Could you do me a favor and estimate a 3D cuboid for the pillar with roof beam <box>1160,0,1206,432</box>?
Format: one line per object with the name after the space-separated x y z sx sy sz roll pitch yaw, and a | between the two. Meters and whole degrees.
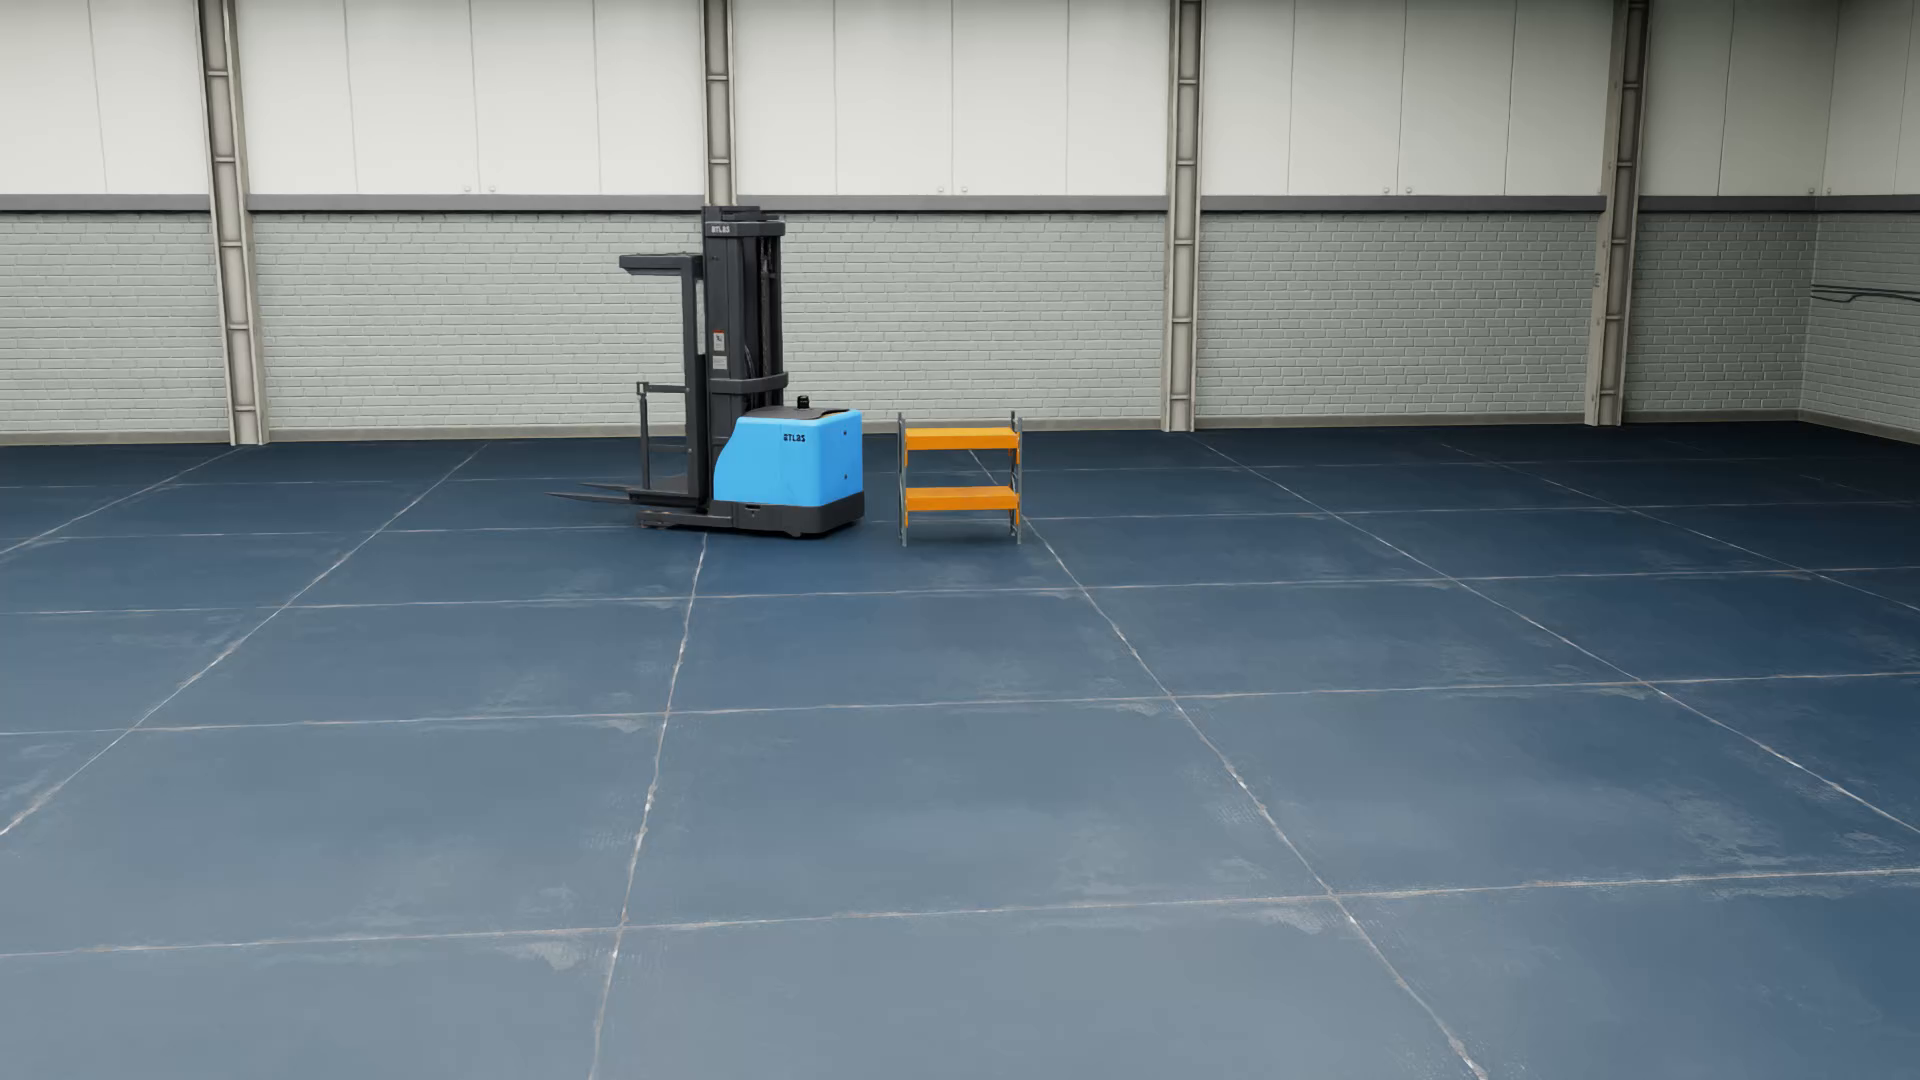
3.388 -5.067 17.313 0.400 9.000 9.100 -1 11 -6 | pillar with roof beam

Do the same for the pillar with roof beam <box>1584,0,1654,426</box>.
9.353 -5.192 17.949 0.400 9.000 9.100 -1 11 -6 | pillar with roof beam

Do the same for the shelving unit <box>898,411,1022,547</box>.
-0.007 -0.552 14.759 1.048 1.125 0.538 -1 11 -6 | shelving unit

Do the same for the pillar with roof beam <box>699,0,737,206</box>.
-2.577 -4.942 16.677 0.400 9.000 9.100 -1 11 -6 | pillar with roof beam

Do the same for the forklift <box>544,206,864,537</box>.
-2.470 -1.622 15.519 3.031 2.935 1.130 4 12 21 | forklift

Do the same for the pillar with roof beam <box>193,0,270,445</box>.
-8.542 -4.817 16.041 0.400 9.000 9.100 -1 11 -6 | pillar with roof beam

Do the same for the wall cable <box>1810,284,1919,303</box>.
11.960 -4.301 21.470 0.112 2.526 3.097 -1 11 -6 | wall cable

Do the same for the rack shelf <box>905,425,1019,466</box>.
-0.007 -0.839 14.702 1.000 0.278 0.538 -1 11 -6 | rack shelf

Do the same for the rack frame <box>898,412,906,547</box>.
-0.512 -0.541 14.705 0.032 1.125 0.500 -1 11 -6 | rack frame

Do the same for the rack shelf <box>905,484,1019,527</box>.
-0.007 -0.312 14.806 1.000 0.278 0.538 -1 11 -6 | rack shelf

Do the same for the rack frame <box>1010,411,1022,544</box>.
0.499 -0.562 14.813 0.032 1.125 0.500 -1 11 -6 | rack frame
